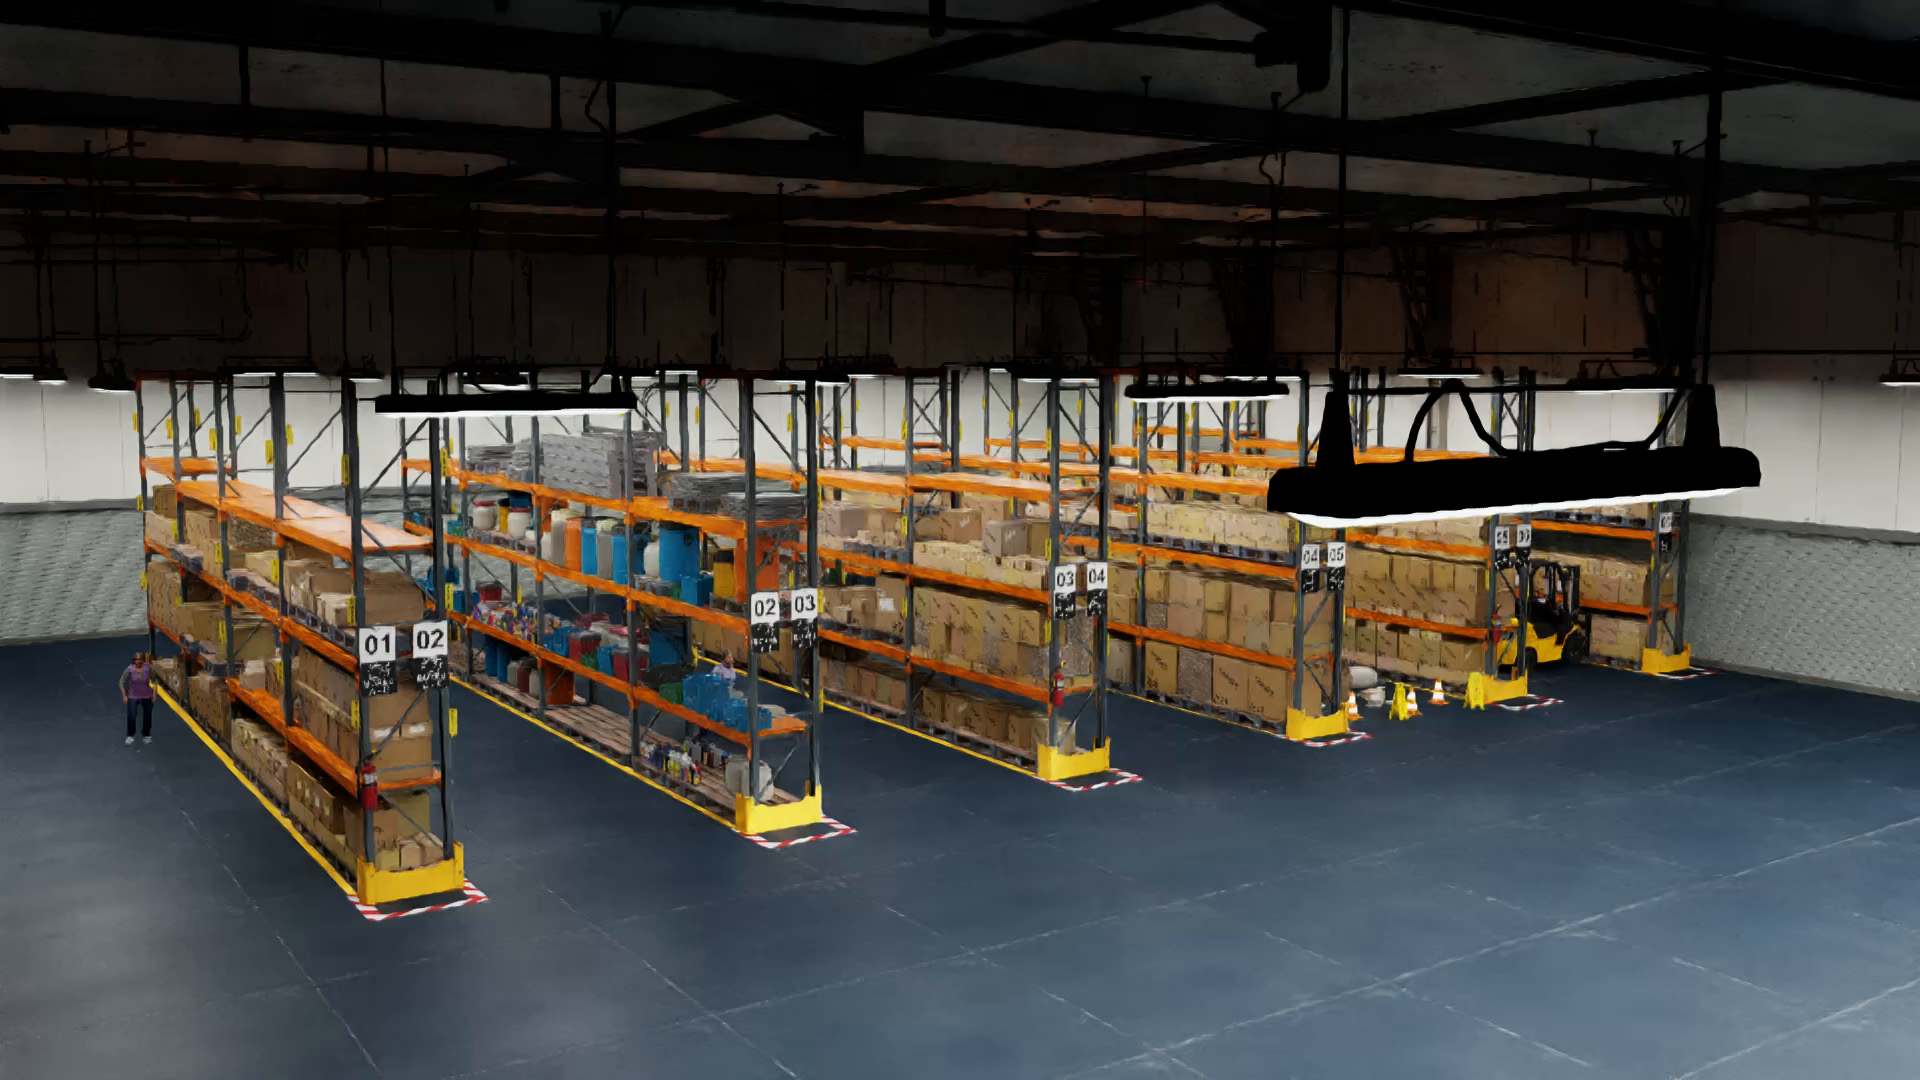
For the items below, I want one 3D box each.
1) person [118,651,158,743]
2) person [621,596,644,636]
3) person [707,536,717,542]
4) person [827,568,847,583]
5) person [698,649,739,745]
[{"bbox_3d":[-13.286,2.541,26.908,0.566,1.541,0.519,-4,8,-35],"label":"person"},{"bbox_3d":[-6.898,1.593,34.937,0.447,1.574,1.088,-4,8,-31],"label":"person"},{"bbox_3d":[-6.300,0.691,42.736,0.521,1.665,0.548,0,6,3],"label":"person"},{"bbox_3d":[-3.073,0.711,42.051,0.627,1.784,0.530,4,8,34],"label":"person"},{"bbox_3d":[-3.825,2.519,26.805,0.796,1.583,0.663,4,8,33],"label":"person"}]
